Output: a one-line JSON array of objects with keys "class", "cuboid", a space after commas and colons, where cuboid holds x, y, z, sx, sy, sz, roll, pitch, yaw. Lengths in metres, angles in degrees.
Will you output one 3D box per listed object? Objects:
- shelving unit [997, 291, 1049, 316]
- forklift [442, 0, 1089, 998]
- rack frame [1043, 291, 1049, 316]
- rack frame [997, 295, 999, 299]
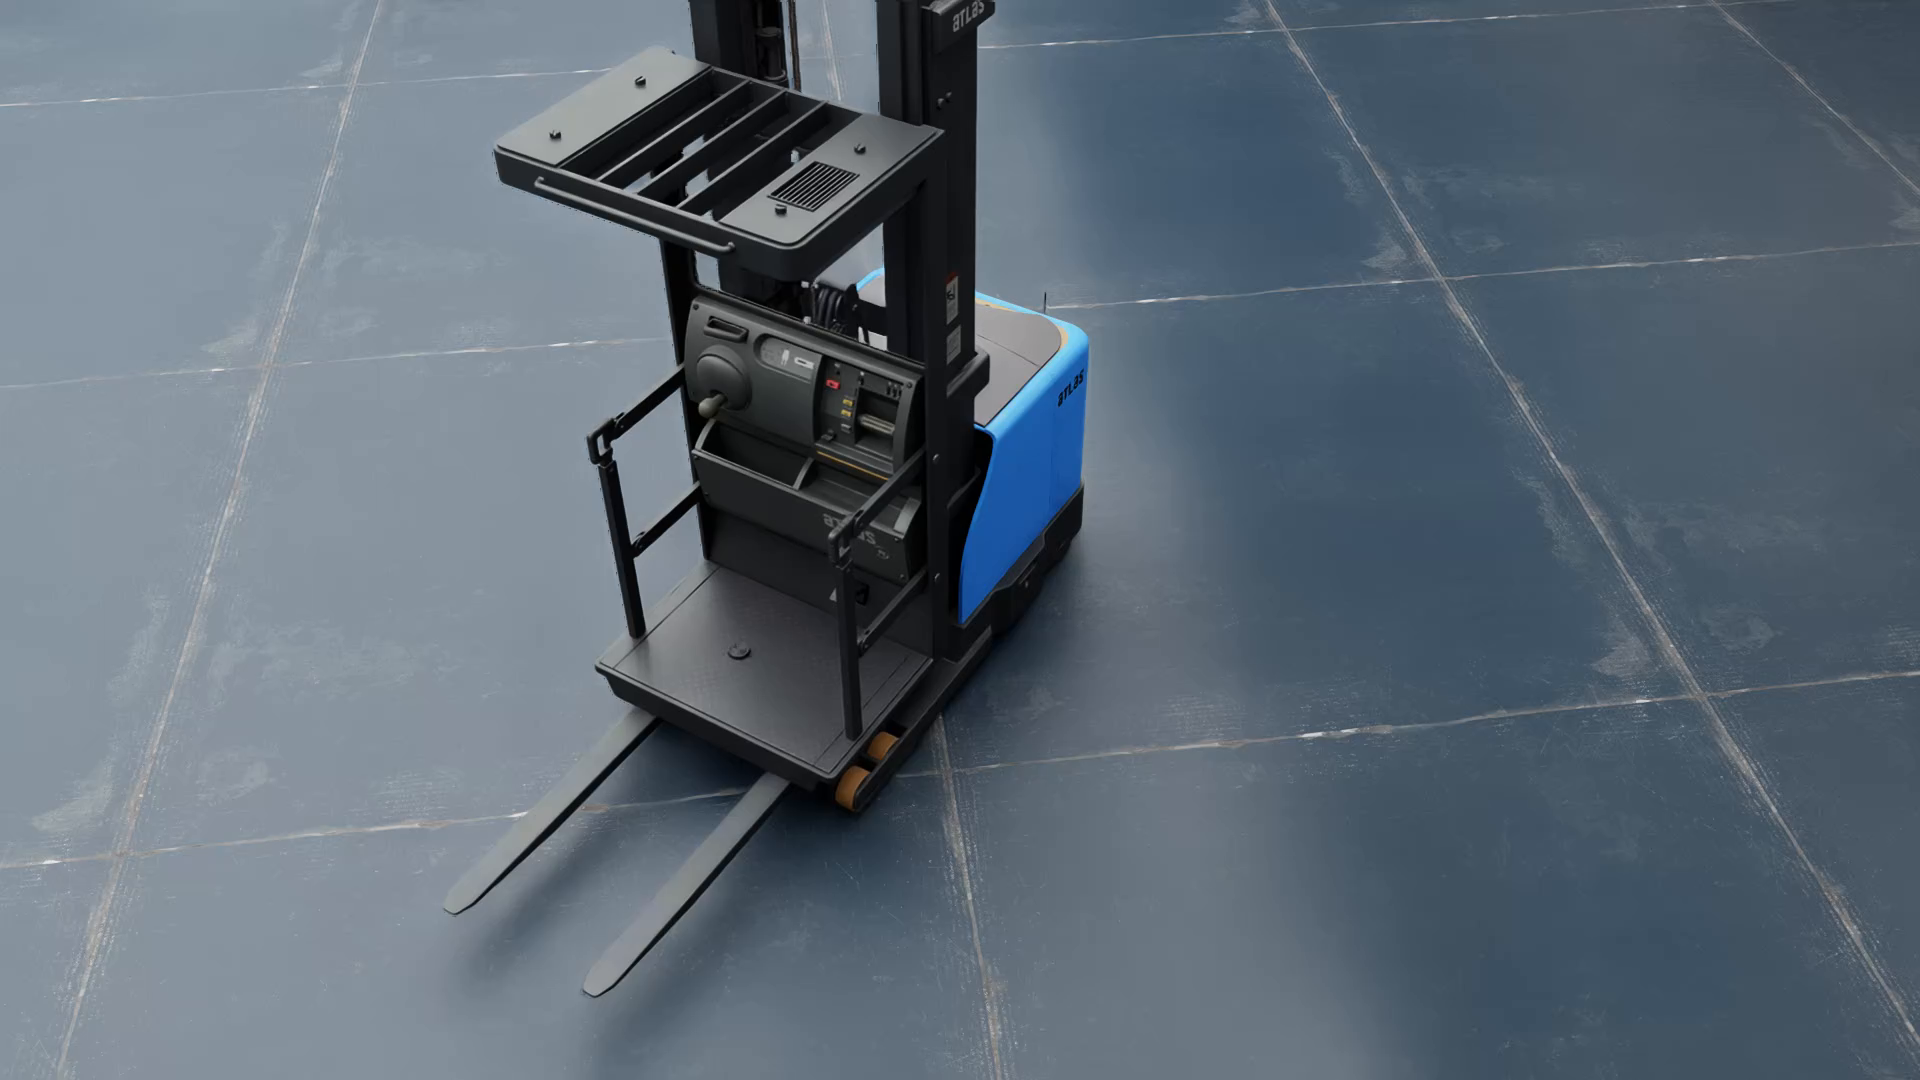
[{"class": "shelving unit", "cuboid": [0.278, -0.638, 7.285, 0.210, 0.900, 0.258, -6, 42, -6]}, {"class": "forklift", "cuboid": [-0.664, -0.447, 5.557, 1.130, 2.935, 3.031, 22, 46, 23]}, {"class": "rack frame", "cuboid": [0.378, -0.648, 7.296, 0.006, 0.900, 0.240, -6, 42, -6]}, {"class": "rack frame", "cuboid": [0.177, -0.628, 7.274, 0.006, 0.900, 0.240, -6, 42, -6]}]
